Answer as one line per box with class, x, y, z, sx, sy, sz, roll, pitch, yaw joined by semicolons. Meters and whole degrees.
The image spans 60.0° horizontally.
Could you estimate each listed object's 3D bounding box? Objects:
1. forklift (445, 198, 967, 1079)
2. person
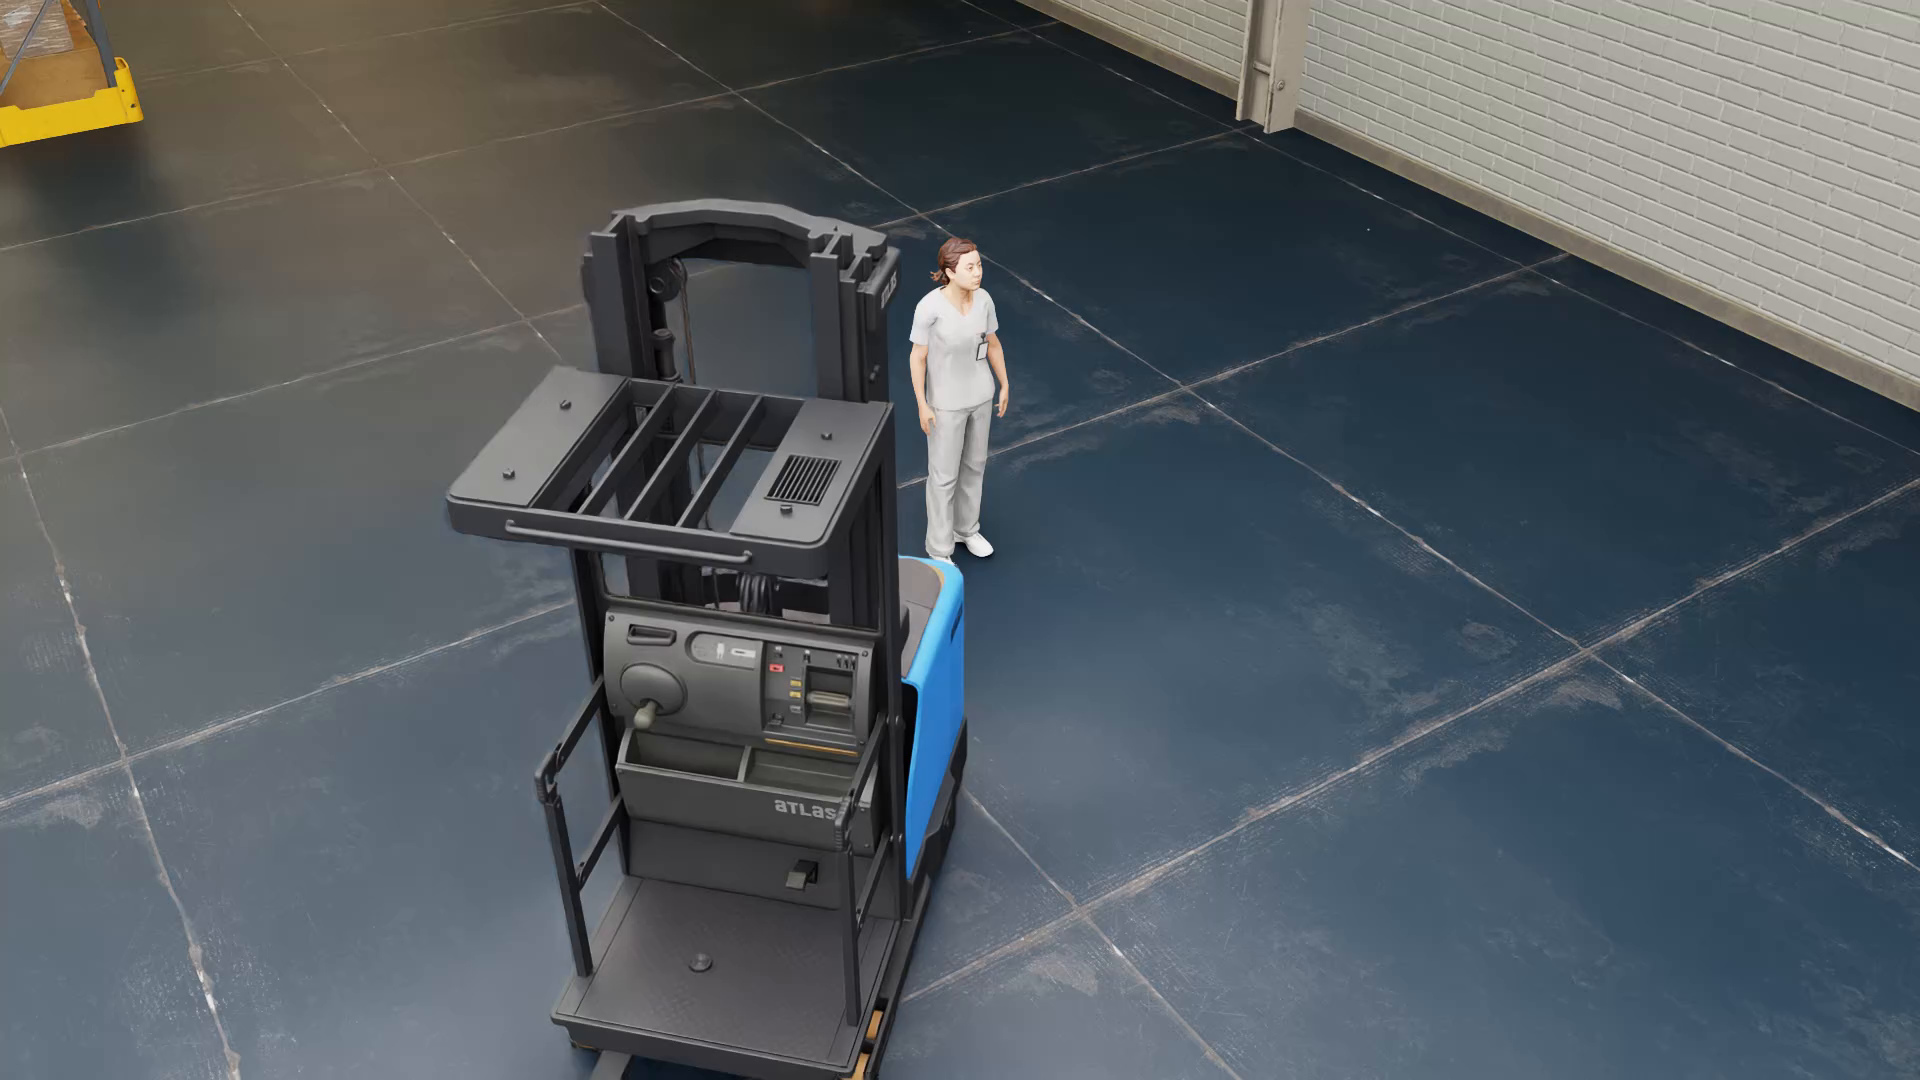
forklift;-0.789;0.537;5.383;1.130;2.935;3.031;7;36;10
person;0.029;-0.645;8.159;0.550;1.657;0.548;-21;40;-27
